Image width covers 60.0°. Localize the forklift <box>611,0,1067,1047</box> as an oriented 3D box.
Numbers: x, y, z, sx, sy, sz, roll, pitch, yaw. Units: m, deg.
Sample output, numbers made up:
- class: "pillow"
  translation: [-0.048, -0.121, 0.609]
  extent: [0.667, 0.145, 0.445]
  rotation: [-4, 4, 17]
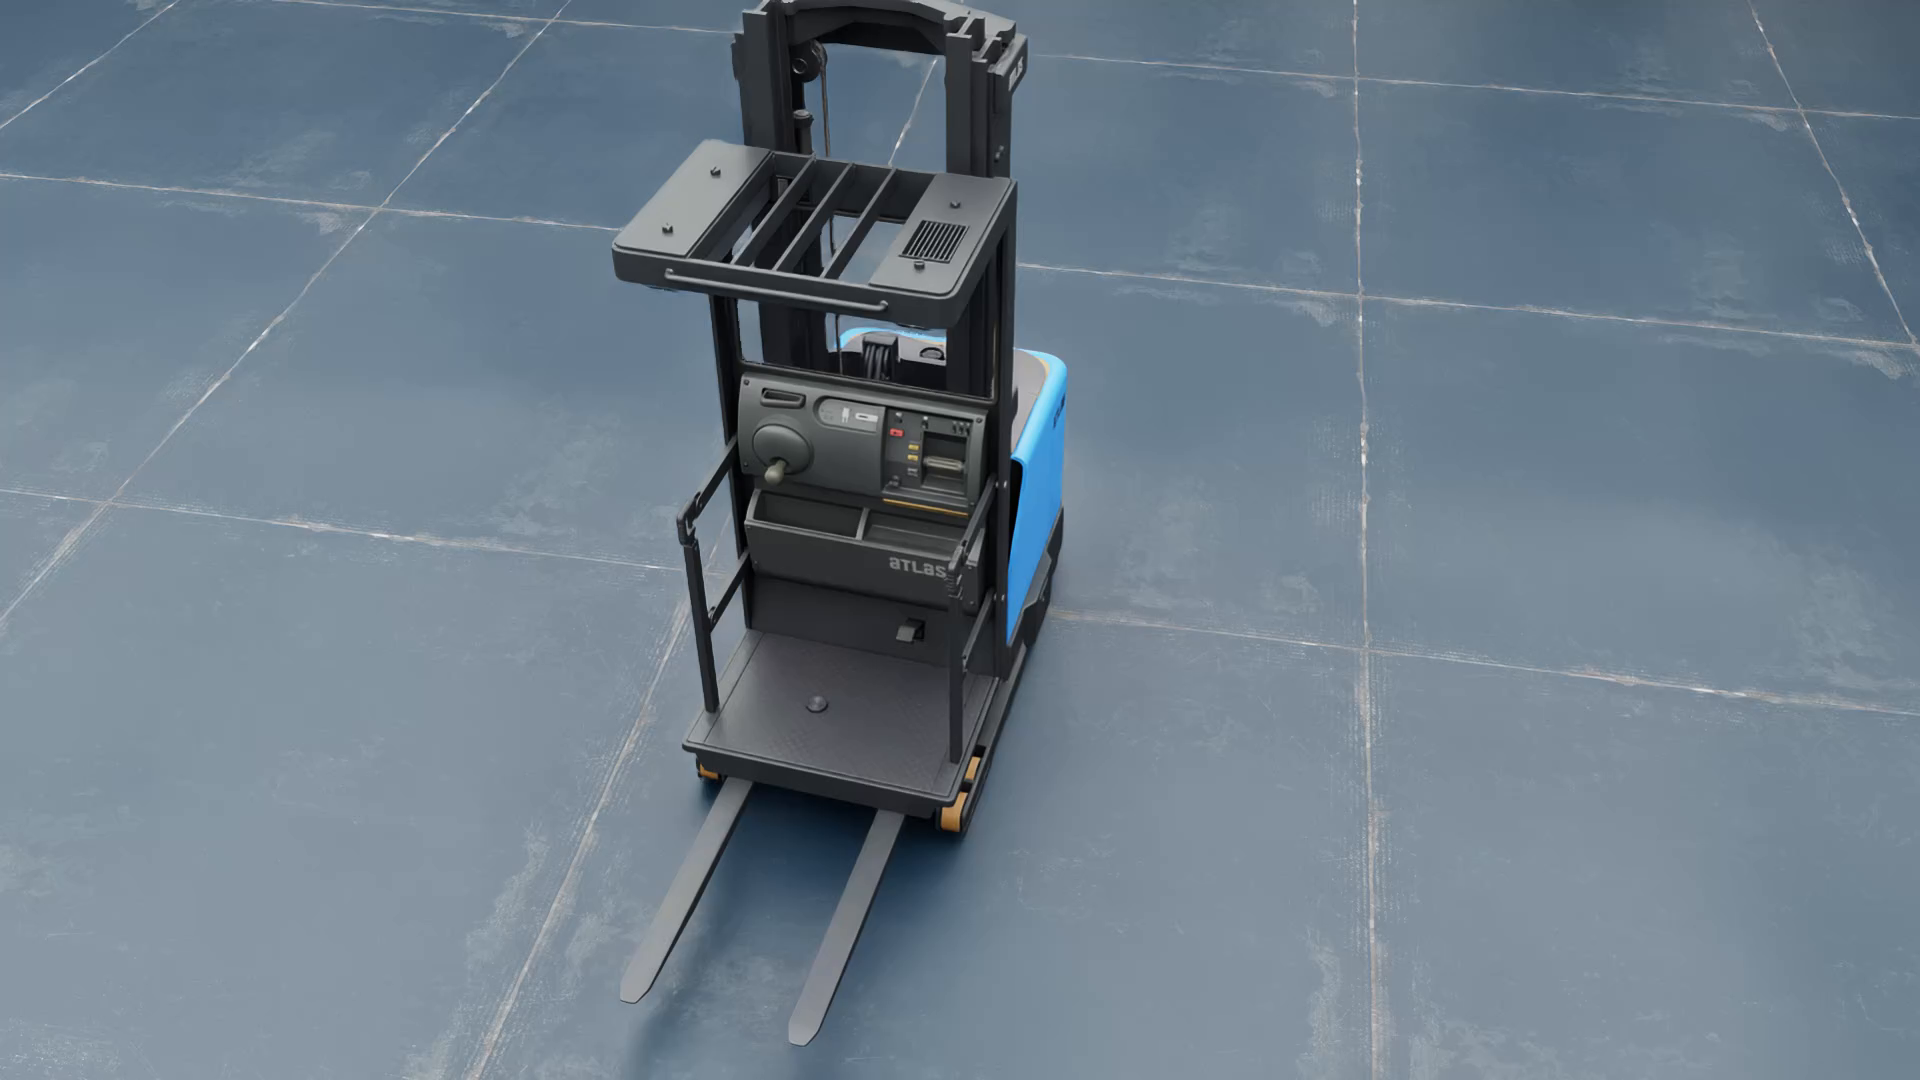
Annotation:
- class: "forklift"
  translation: [-0.419, -0.275, 5.879]
  extent: [1.130, 2.935, 3.031]
  rotation: [10, 41, 12]
